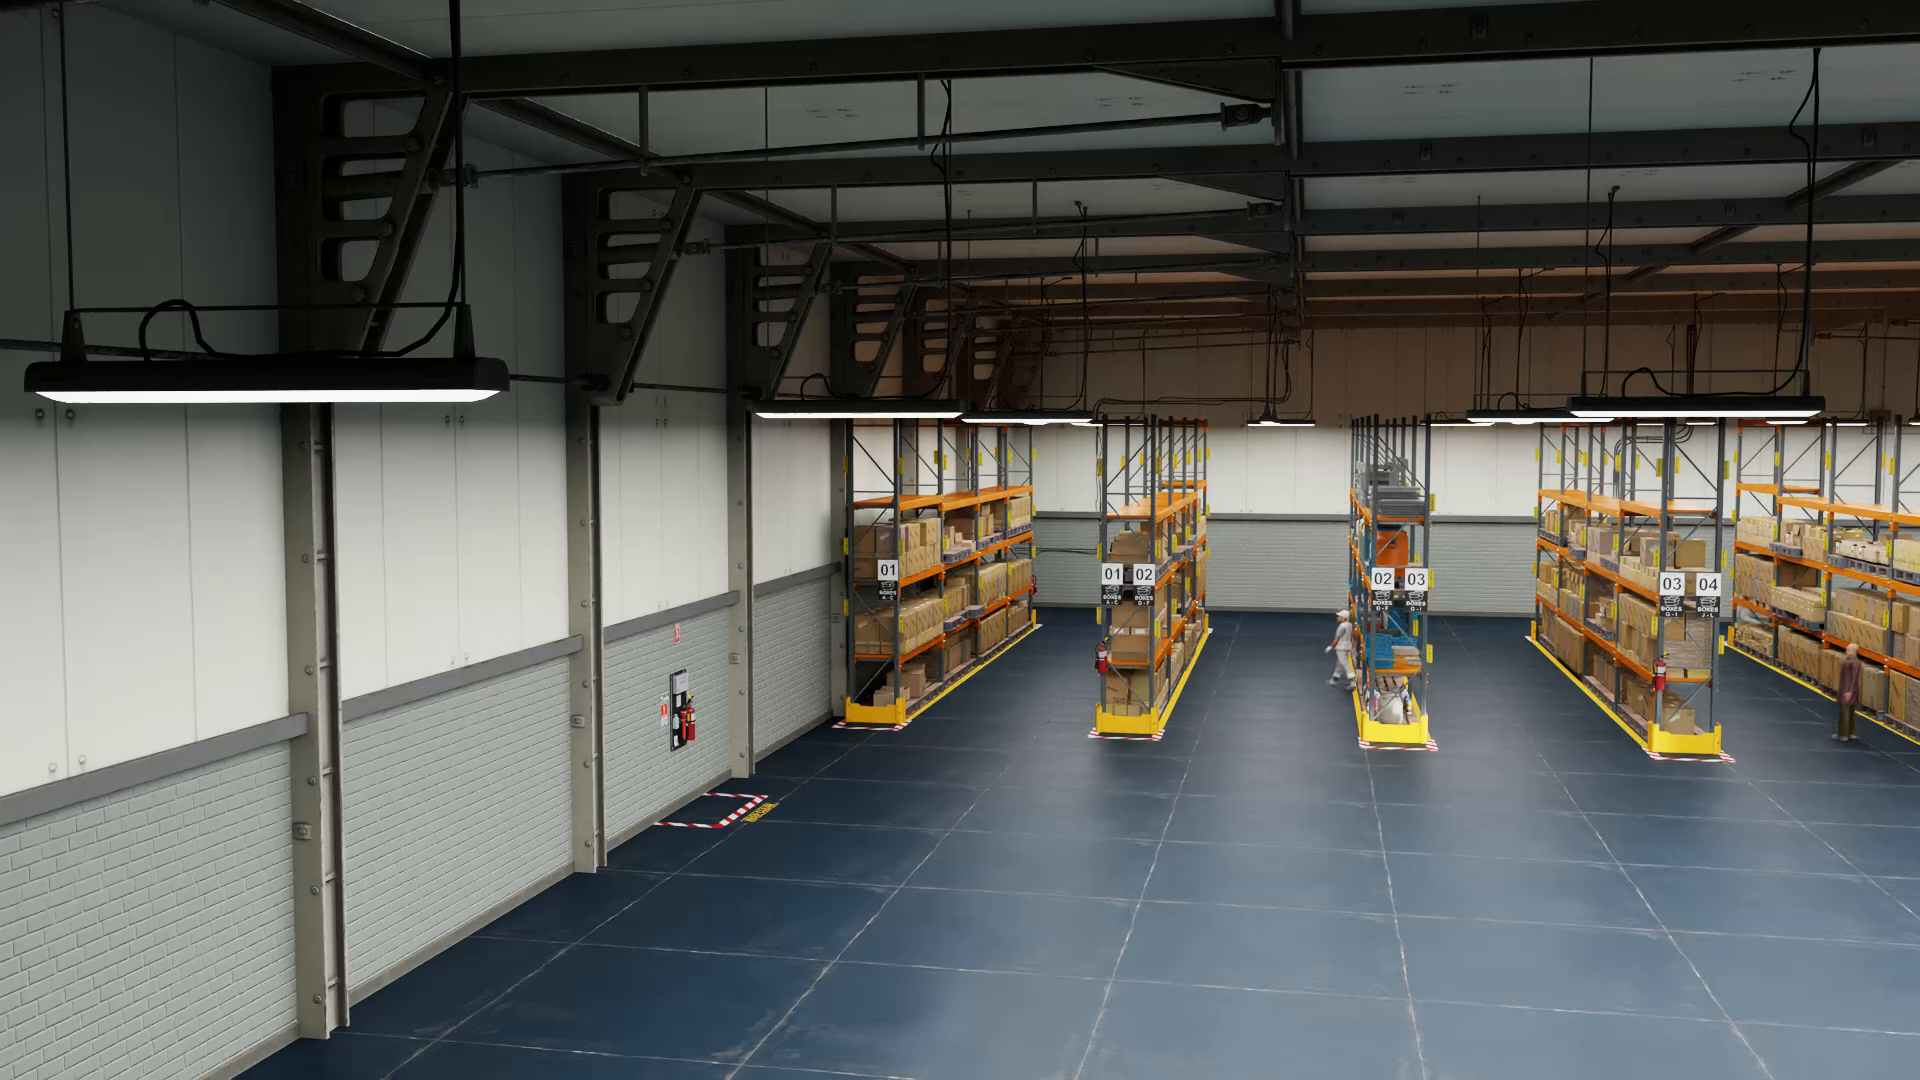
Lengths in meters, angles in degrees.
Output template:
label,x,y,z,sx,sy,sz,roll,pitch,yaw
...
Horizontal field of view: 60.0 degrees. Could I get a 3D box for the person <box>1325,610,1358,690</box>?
label,x,y,z,sx,sy,sz,roll,pitch,yaw
person,8.373,2.410,36.537,0.625,1.741,1.063,-3,5,-38

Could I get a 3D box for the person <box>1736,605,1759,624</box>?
label,x,y,z,sx,sy,sz,roll,pitch,yaw
person,21.911,1.807,46.289,0.656,1.639,0.508,0,4,5

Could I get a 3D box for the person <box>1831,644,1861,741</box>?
label,x,y,z,sx,sy,sz,roll,pitch,yaw
person,16.353,2.798,30.652,0.455,1.795,0.591,3,5,36
